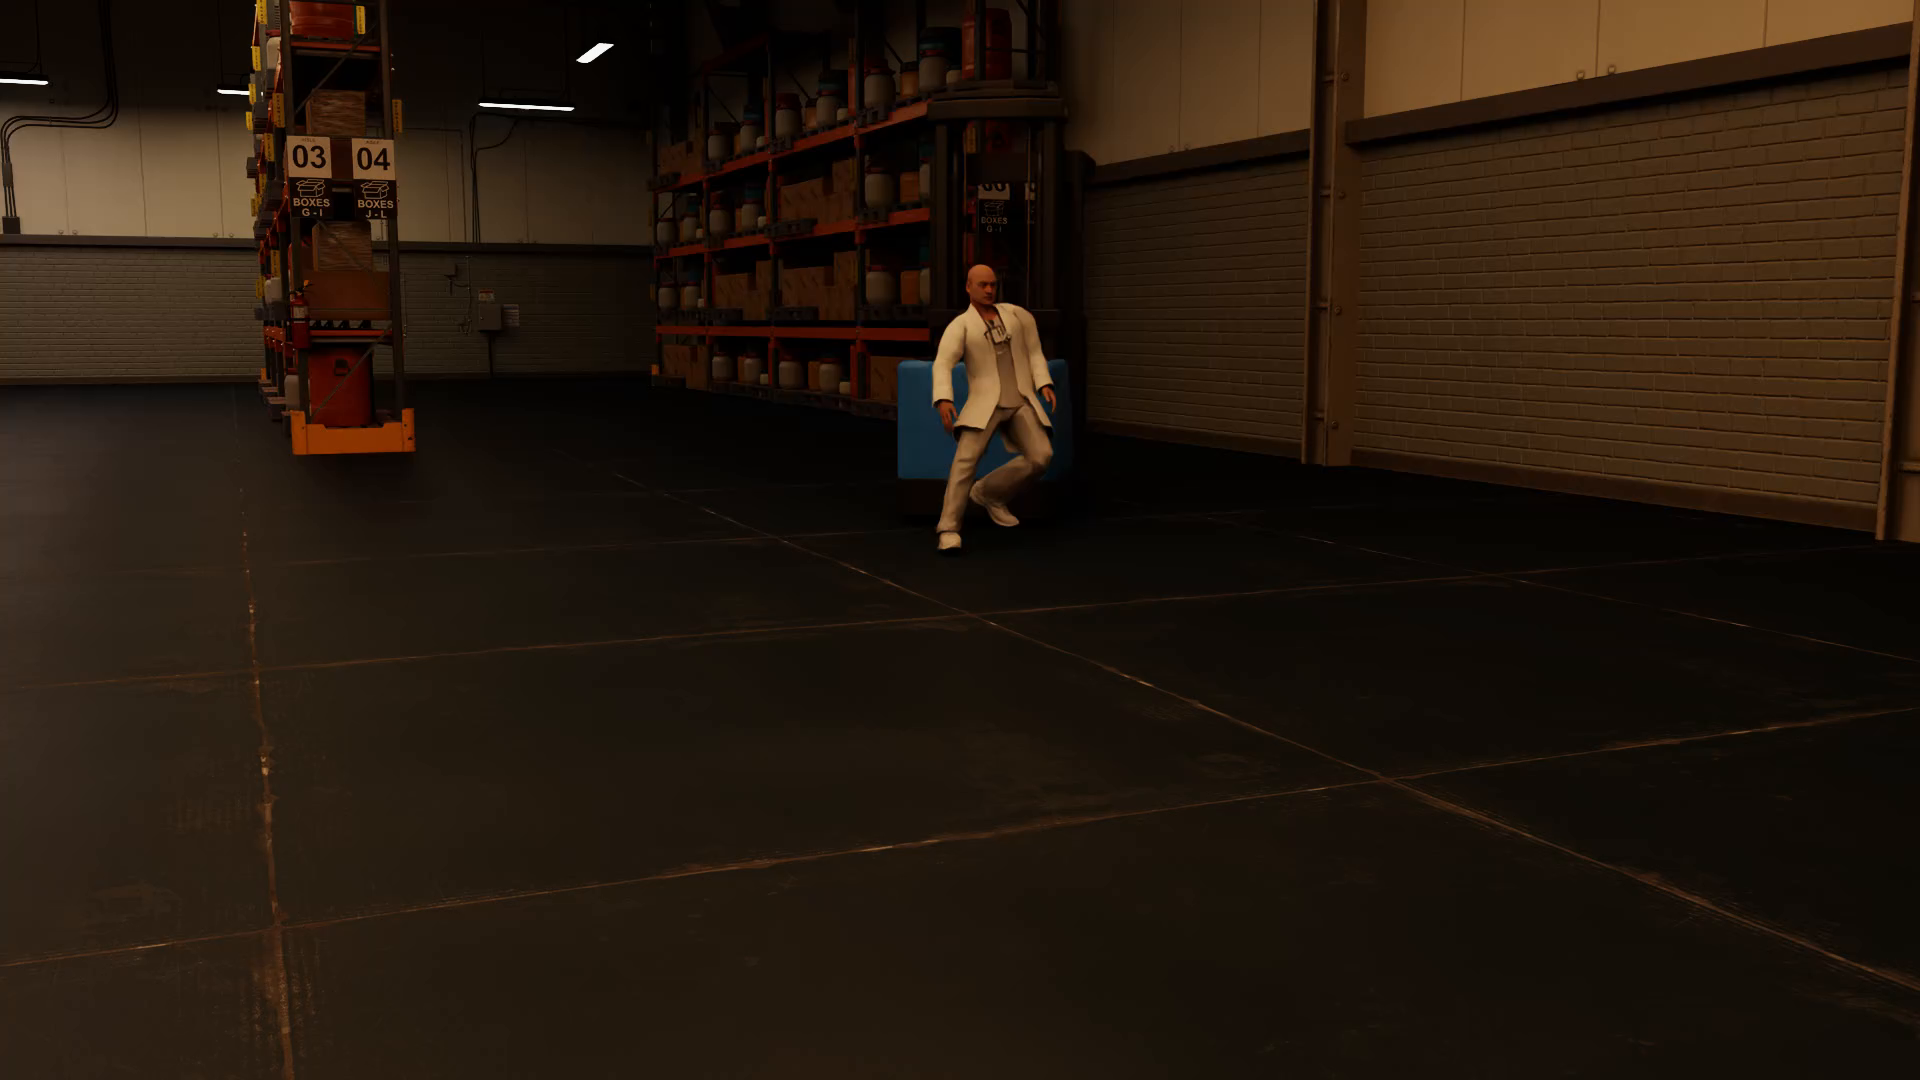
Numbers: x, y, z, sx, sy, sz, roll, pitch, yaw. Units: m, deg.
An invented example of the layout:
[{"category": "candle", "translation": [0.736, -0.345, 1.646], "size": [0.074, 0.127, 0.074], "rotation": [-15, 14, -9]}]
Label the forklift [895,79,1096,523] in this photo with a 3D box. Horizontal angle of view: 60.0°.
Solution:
[{"category": "forklift", "translation": [0.377, -1.723, 12.012], "size": [1.130, 2.935, 3.031], "rotation": [2, 8, 11]}]

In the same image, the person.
[{"category": "person", "translation": [0.200, -0.784, 9.752], "size": [0.790, 1.661, 0.708], "rotation": [-2, 8, -15]}]
